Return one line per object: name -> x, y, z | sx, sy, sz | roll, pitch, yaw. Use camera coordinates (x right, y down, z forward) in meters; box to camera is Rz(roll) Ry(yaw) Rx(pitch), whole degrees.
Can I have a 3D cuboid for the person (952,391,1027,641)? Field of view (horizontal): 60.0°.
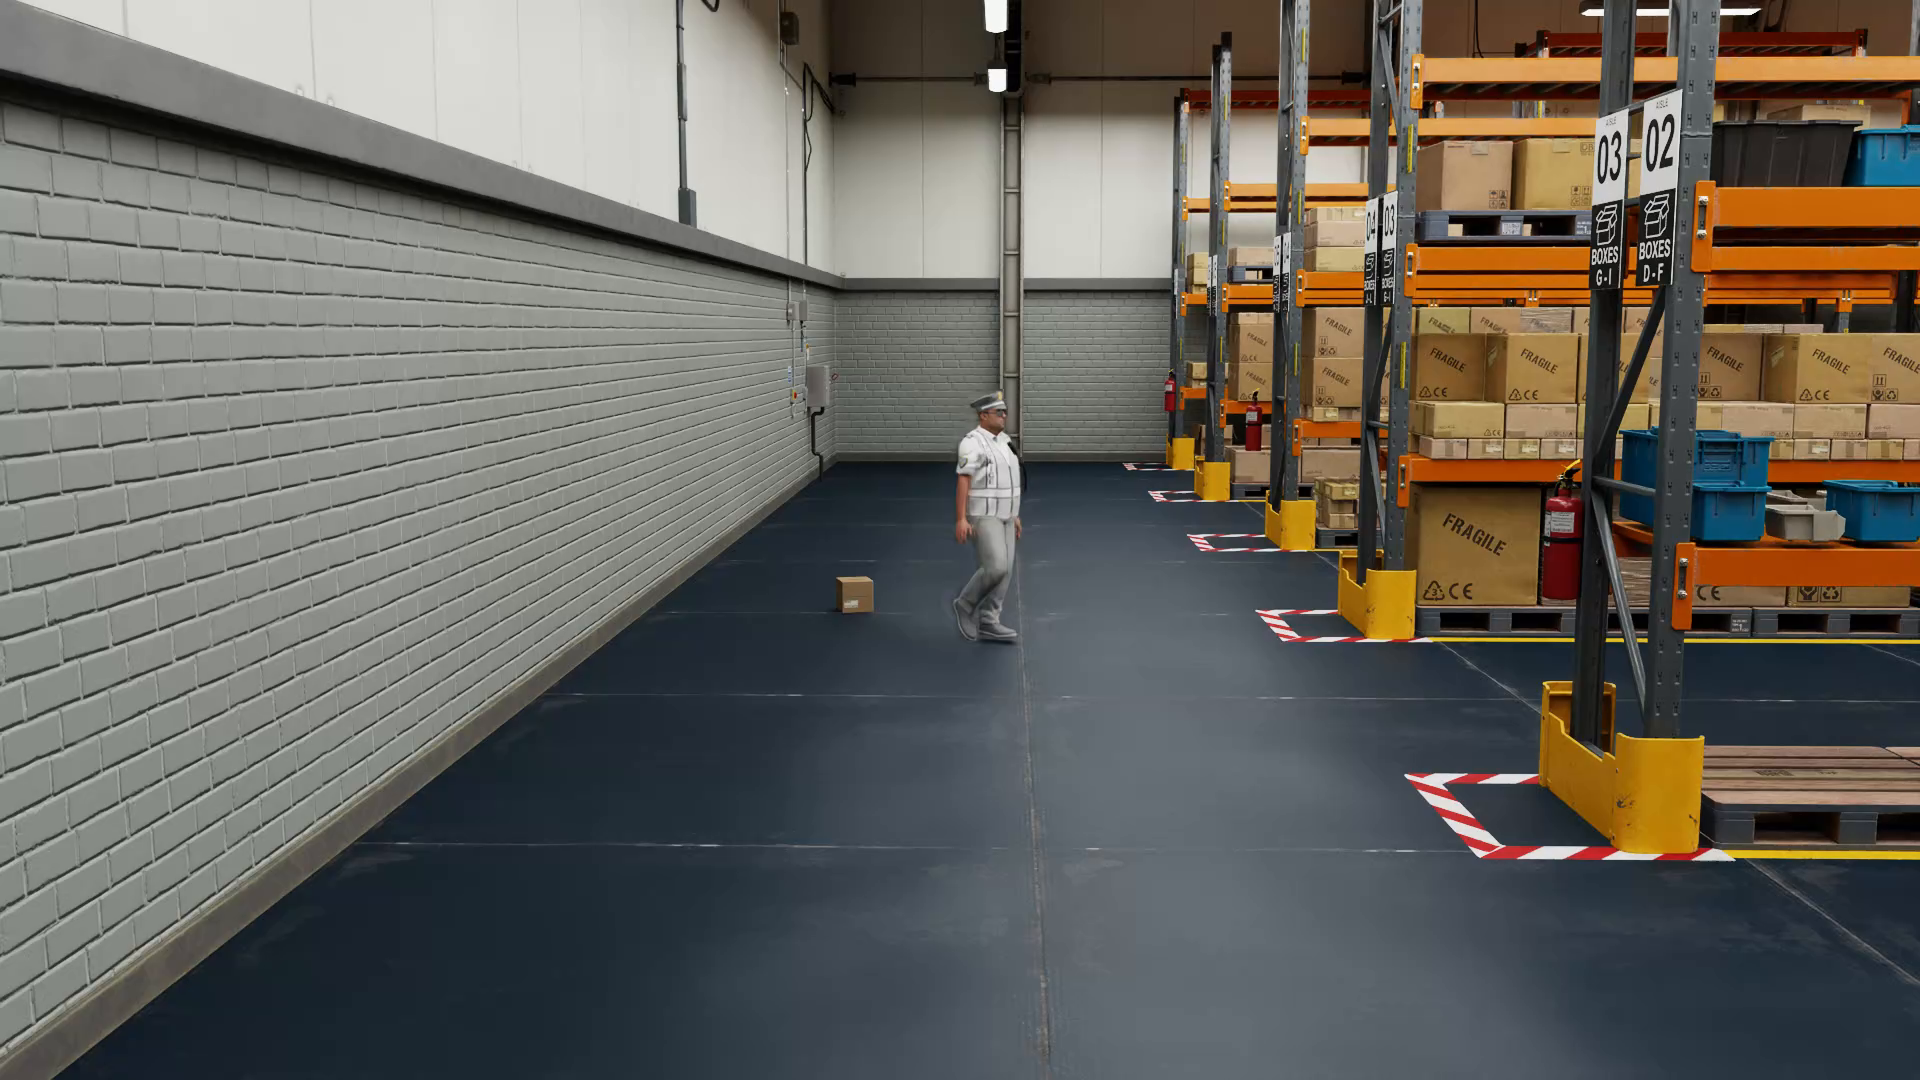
person -> 0.216, -0.167, 11.820 | 0.483, 1.782, 0.571 | 5, 9, 37
